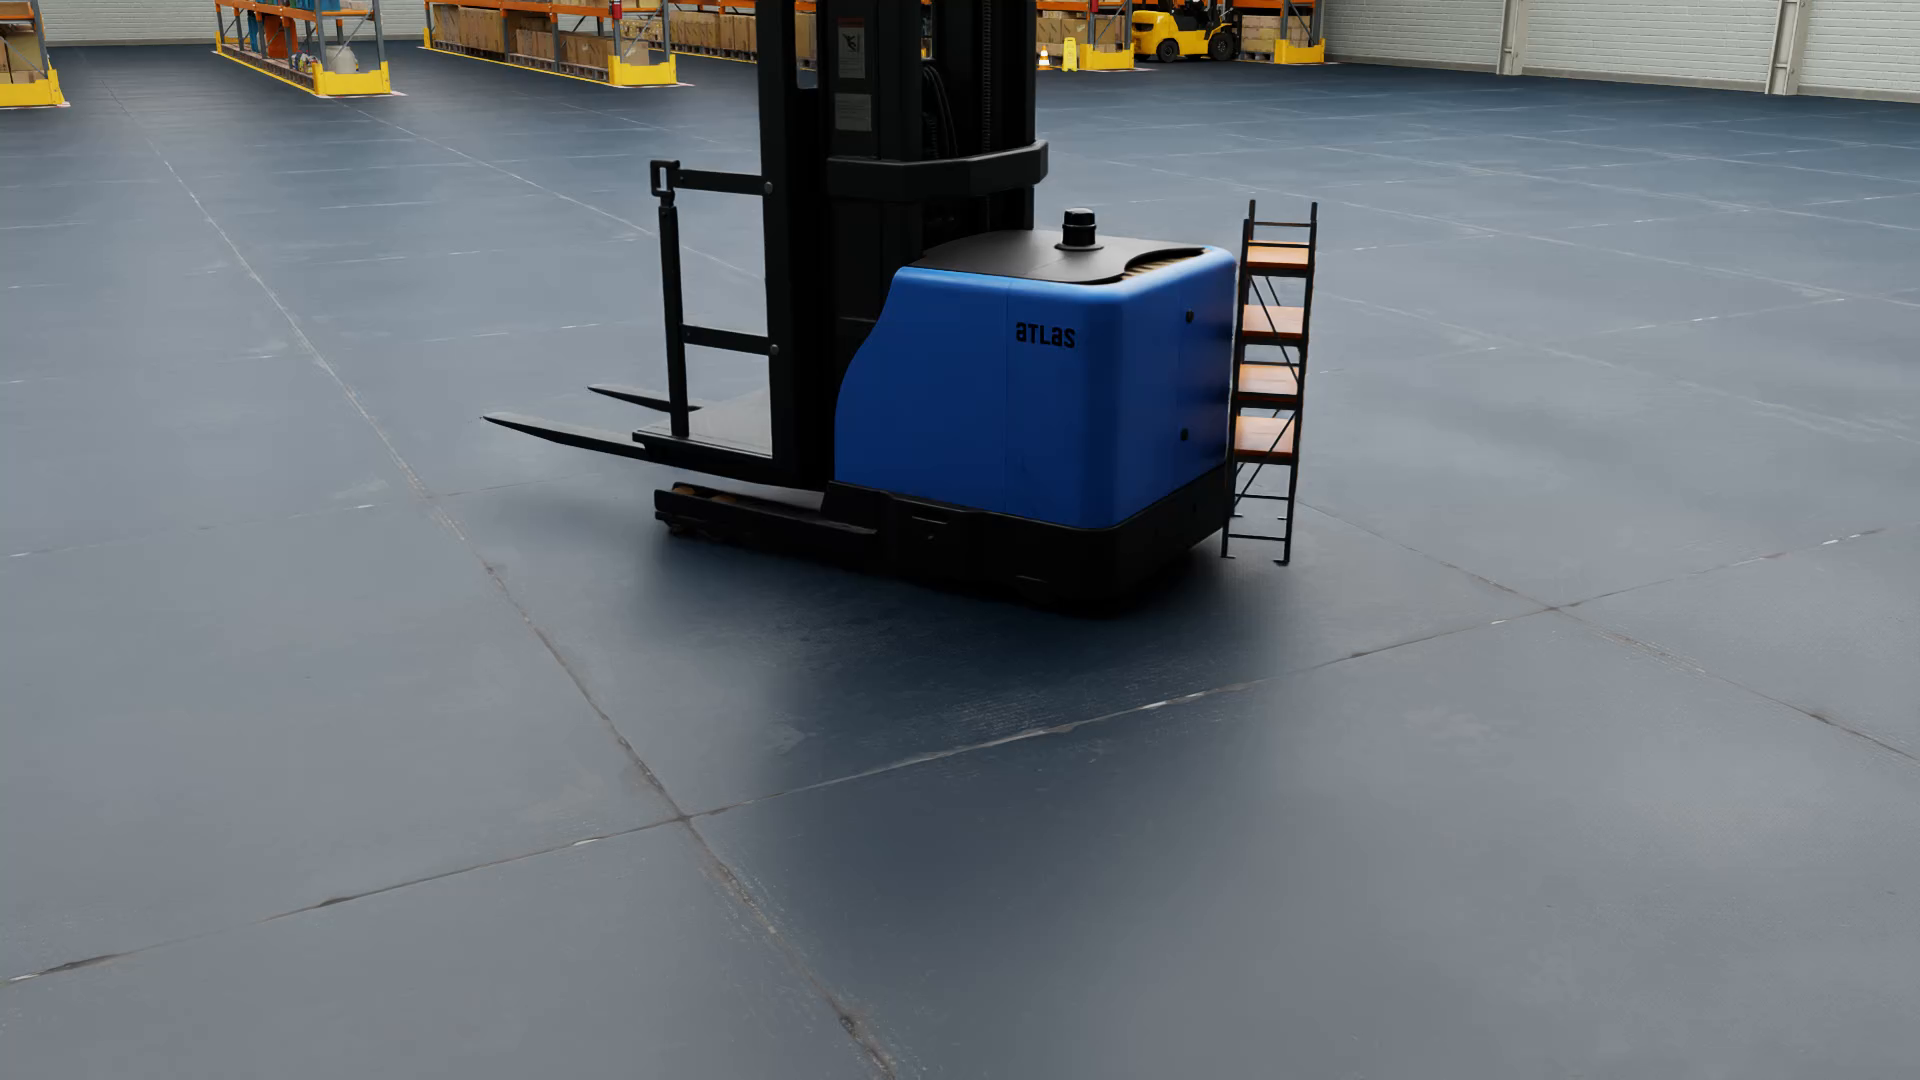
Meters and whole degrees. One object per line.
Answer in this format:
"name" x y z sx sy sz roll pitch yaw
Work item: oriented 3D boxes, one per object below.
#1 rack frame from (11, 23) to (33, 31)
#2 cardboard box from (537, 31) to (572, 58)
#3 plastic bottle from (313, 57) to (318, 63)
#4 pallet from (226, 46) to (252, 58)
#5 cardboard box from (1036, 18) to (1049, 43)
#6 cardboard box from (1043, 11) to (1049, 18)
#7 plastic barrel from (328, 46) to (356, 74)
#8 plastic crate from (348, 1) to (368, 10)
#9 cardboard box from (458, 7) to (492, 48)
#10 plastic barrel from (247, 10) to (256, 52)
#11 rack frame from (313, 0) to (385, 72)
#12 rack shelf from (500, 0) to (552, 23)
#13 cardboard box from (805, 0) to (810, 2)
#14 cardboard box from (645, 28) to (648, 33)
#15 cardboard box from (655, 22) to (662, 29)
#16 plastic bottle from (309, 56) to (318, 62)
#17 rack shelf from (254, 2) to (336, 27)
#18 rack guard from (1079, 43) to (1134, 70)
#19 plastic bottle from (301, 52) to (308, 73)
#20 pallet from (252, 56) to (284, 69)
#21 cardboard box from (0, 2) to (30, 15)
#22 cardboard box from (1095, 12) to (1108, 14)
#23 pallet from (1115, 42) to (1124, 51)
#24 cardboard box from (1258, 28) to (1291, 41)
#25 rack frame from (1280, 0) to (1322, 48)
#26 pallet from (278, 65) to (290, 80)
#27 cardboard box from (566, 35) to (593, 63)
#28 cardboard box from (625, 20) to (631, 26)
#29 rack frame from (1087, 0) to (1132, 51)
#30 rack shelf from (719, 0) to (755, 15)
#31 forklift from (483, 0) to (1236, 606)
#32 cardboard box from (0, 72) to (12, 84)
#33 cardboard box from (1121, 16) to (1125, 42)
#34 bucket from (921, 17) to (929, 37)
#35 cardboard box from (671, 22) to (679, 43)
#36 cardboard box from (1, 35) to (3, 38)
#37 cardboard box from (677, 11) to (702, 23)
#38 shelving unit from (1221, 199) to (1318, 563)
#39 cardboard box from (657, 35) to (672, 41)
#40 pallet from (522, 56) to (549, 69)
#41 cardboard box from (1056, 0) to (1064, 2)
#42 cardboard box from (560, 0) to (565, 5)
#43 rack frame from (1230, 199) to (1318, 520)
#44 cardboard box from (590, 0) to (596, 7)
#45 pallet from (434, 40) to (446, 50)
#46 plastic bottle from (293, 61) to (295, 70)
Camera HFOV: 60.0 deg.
"rack frame" -20.077 -11.512 34.894 1.000 3.000 0.127 -10 21 -27
"cardboard box" -8.307 -10.255 34.409 0.700 0.500 0.500 -12 22 -31
"plastic bottle" -11.278 -8.309 29.104 0.061 0.283 0.133 -10 21 -27
"pallet" -16.682 -11.515 39.179 1.003 0.211 1.213 -10 21 -27
"cardboard box" 1.969 -10.873 35.466 0.500 0.500 0.500 -11 22 -28
"cardboard box" 1.979 -11.128 35.210 0.380 0.149 0.250 -9 21 -24
"plastic barrel" -10.397 -8.033 27.982 0.421 0.512 0.421 0 19 0
"plastic crate" -10.159 -9.015 28.063 0.298 0.136 0.250 -10 21 -27
"cardboard box" -11.035 -12.058 39.092 1.225 0.875 0.875 -10 21 -26
"plastic barrel" -15.472 -11.326 36.928 0.600 0.901 0.708 -10 21 -27
"rack frame" -10.017 -8.833 27.131 1.000 3.000 0.127 -10 21 -27
"rack shelf" -8.508 -10.983 34.463 1.077 0.370 4.000 -10 21 -27
"cardboard box" -2.678 -11.300 34.051 0.875 0.550 0.550 -10 21 -27
"cardboard box" -7.936 -13.204 43.070 0.380 0.149 0.250 -11 22 -29
"cardboard box" -7.498 -13.045 42.153 0.380 0.149 0.250 -10 21 -26
"plastic bottle" -11.489 -8.460 29.550 0.152 0.276 0.135 -10 21 -27
"rack shelf" -12.867 -10.215 32.240 1.077 0.370 4.000 -10 21 -27
"rack guard" 3.027 -9.975 34.274 1.175 0.500 0.348 -10 21 -27
"plastic bottle" -11.519 -8.411 29.296 0.144 0.351 0.185 -9 21 -24
"pallet" -14.227 -10.031 34.878 1.003 0.211 1.213 -10 21 -27
"cardboard box" -14.589 -8.250 25.288 0.700 0.500 0.500 -10 21 -27
"cardboard box" 3.657 -13.723 43.497 0.380 0.149 0.250 -9 21 -24
"pallet" 4.562 -12.291 41.428 1.003 0.211 1.213 -10 21 -27
"cardboard box" 6.923 -11.131 36.597 0.500 0.250 0.500 -10 22 -27
"rack frame" 7.429 -11.905 36.034 1.000 3.000 0.127 -10 21 -27
"pallet" -12.324 -8.883 31.549 1.003 0.211 1.213 -10 21 -27
"cardboard box" -7.403 -9.644 32.671 0.500 0.500 0.500 -11 22 -28
"cardboard box" -8.650 -13.709 44.076 0.380 0.149 0.250 -10 21 -27
"rack frame" 3.063 -11.135 33.803 1.000 3.000 0.127 -10 21 -27
"rack shelf" -4.095 -11.722 36.606 1.077 0.370 4.000 -10 21 -27
"forklift" -0.541 -1.517 6.036 3.031 2.935 1.130 12 22 31
"cardboard box" -14.893 -7.074 25.604 0.500 0.250 0.500 -10 21 -27
"cardboard box" 4.552 -12.717 41.383 0.875 0.625 0.625 -11 22 -29
"bucket" -1.051 -10.977 36.032 0.726 0.611 0.620 -3 9 -8
"cardboard box" -6.826 -12.548 41.085 0.500 0.500 0.500 -9 21 -25
"cardboard box" -15.383 -7.713 26.306 0.500 0.500 0.500 -10 21 -27
"cardboard box" -6.570 -12.750 40.521 0.500 0.250 0.500 -9 21 -25
"shelving unit" 1.108 -0.575 5.953 0.258 1.200 0.503 5 20 11
"cardboard box" -7.430 -12.695 42.050 0.380 0.149 0.250 -10 21 -26
"pallet" -8.512 -10.004 34.800 1.003 0.211 1.213 -10 21 -27
"cardboard box" 2.227 -11.292 34.643 0.380 0.149 0.250 -10 21 -26
"cardboard box" -7.470 -10.380 32.000 0.380 0.149 0.250 -10 21 -27
"rack frame" 1.157 -0.653 6.179 0.240 1.200 0.015 5 20 11
"cardboard box" -6.584 -9.888 30.572 0.380 0.149 0.250 -10 21 -27
"pallet" -12.808 -12.658 42.490 1.003 0.211 1.213 -10 21 -27
"plastic bottle" -12.055 -8.649 30.212 0.097 0.201 0.097 0 19 0
